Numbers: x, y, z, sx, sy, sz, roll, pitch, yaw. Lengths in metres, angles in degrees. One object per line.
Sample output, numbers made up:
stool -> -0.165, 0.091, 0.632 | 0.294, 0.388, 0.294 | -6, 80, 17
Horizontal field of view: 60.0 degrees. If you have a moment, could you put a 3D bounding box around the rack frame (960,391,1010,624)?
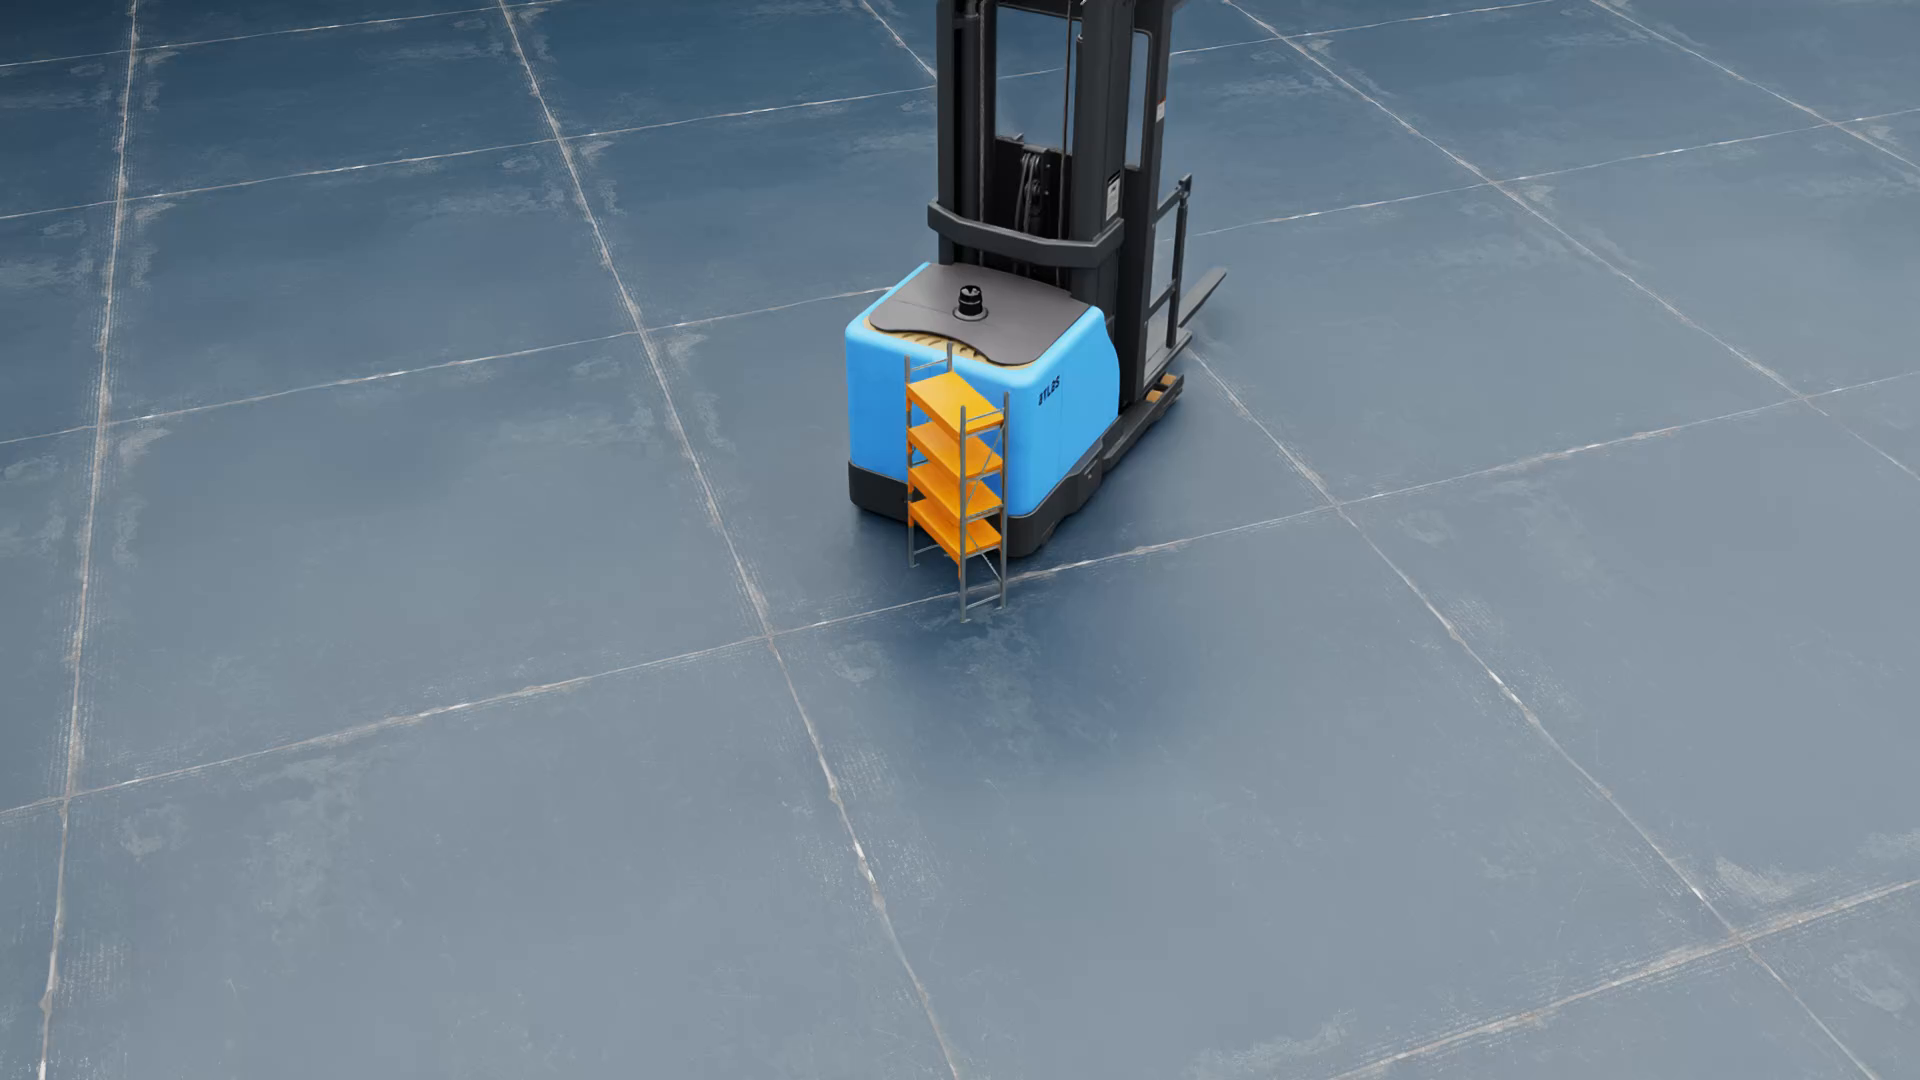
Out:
rack frame -> 0.107, -0.124, 7.478 | 0.240, 1.200, 0.015 | -20, 41, -24

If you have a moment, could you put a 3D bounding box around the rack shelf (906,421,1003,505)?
rack shelf -> -0.017, -0.376, 7.552 | 0.258, 0.148, 0.480 | -20, 41, -24

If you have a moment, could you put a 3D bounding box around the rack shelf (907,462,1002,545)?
rack shelf -> -0.017, -0.197, 7.687 | 0.258, 0.148, 0.480 | -20, 41, -24

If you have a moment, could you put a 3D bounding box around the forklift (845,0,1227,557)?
forklift -> 0.597, -1.955, 8.469 | 1.130, 2.935, 3.031 | 19, 41, 23

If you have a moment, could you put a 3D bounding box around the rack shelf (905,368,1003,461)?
rack shelf -> -0.017, -0.565, 7.410 | 0.258, 0.148, 0.480 | -20, 41, -24

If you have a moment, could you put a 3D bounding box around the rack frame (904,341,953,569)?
rack frame -> -0.141, -0.377, 7.814 | 0.240, 1.200, 0.015 | -20, 41, -24

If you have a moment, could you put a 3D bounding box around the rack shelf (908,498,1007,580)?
rack shelf -> -0.017, -0.039, 7.806 | 0.258, 0.148, 0.480 | -20, 41, -24

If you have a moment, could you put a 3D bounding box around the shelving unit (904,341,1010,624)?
shelving unit -> -0.017, -0.251, 7.646 | 0.258, 1.200, 0.503 | -20, 41, -24
